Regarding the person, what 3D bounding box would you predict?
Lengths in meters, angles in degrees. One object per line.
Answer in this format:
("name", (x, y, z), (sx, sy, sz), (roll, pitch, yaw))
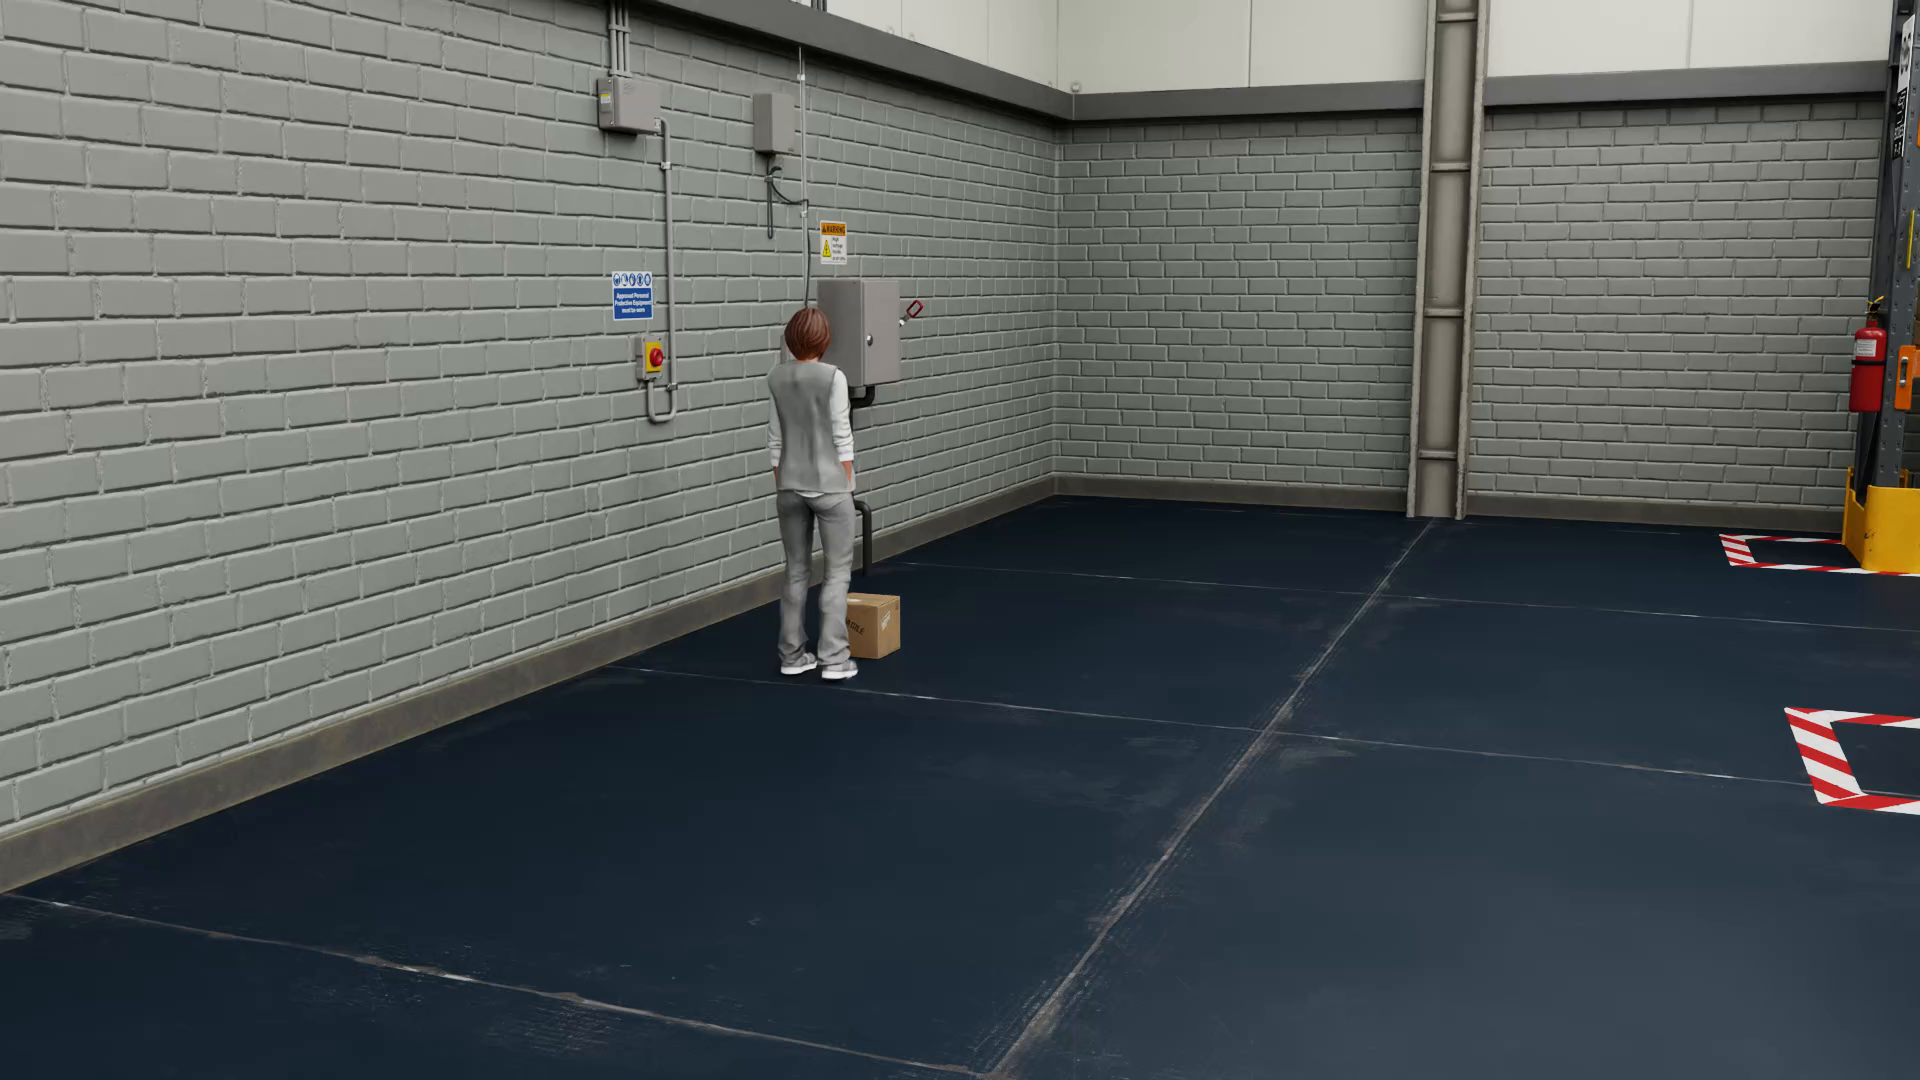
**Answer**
("person", (-0.641, -0.193, 7.173), (0.407, 1.595, 0.303), (4, 10, 22))
